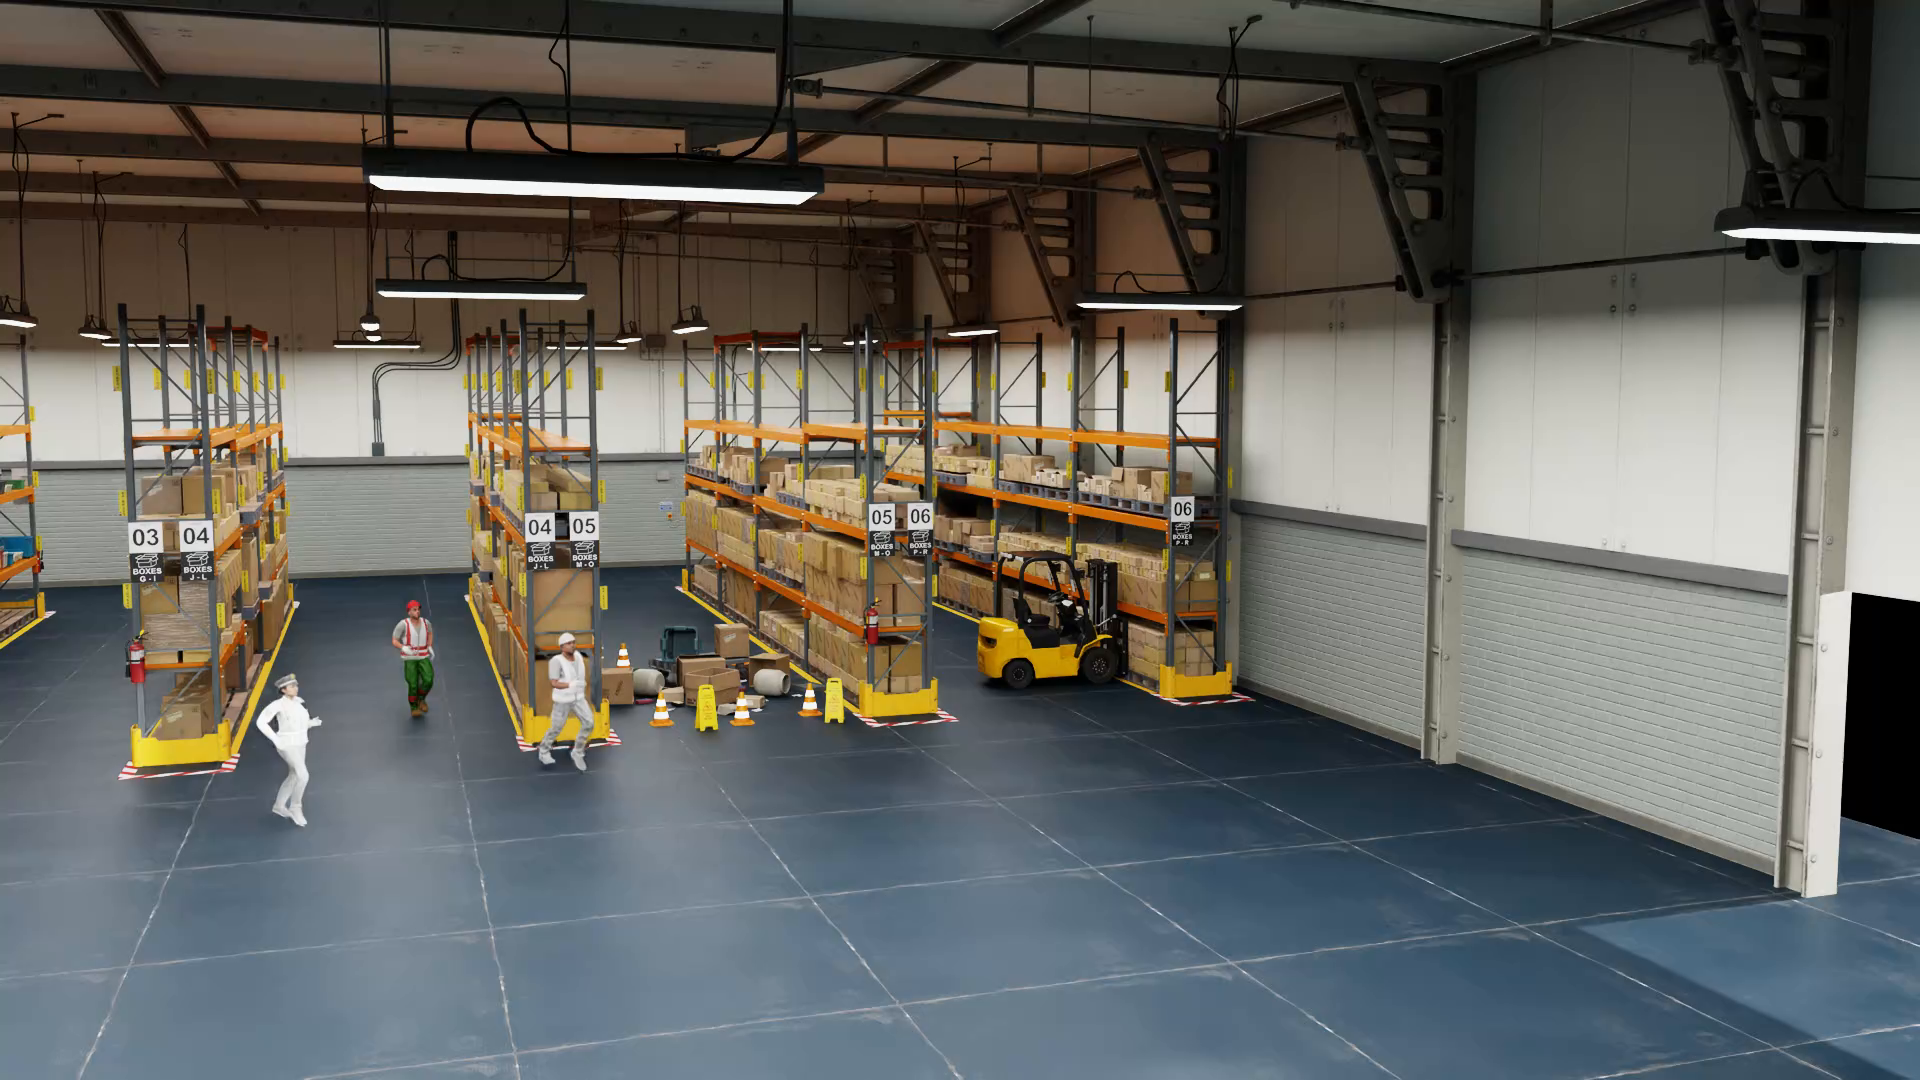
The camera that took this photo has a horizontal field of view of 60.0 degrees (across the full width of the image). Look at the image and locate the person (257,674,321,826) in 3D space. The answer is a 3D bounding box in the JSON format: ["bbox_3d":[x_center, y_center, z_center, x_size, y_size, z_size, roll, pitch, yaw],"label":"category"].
[{"bbox_3d":[-7.573,2.377,18.892,0.665,1.739,0.592,1,6,15],"label":"person"}]

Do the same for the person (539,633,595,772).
[{"bbox_3d":[-5.047,2.082,21.464,0.897,1.801,0.697,4,7,38],"label":"person"}]

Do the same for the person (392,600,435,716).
[{"bbox_3d":[-8.111,1.773,24.807,0.659,1.744,0.578,-4,7,-36],"label":"person"}]
